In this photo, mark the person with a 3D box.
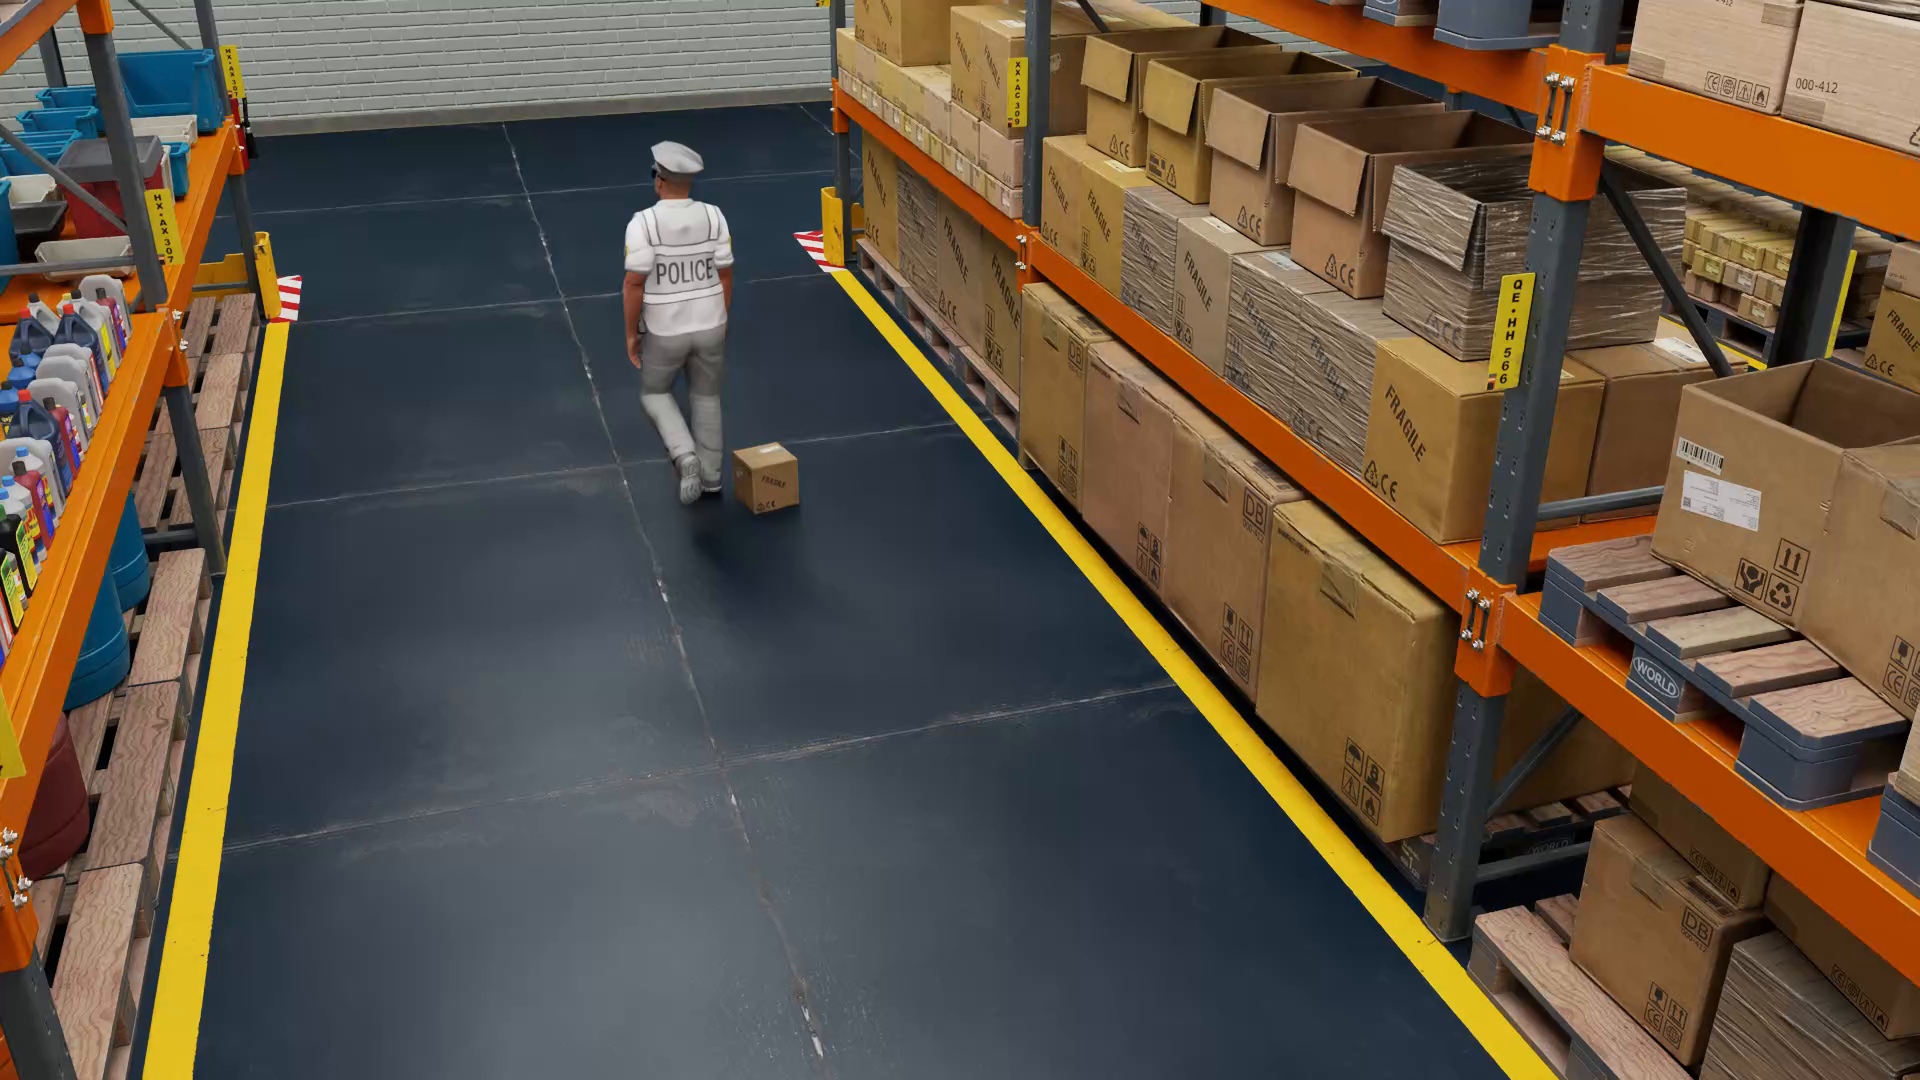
[{"bbox_3d":[-1.363,-1.040,8.133,0.579,1.759,0.509,-13,29,-24],"label":"person"}]
